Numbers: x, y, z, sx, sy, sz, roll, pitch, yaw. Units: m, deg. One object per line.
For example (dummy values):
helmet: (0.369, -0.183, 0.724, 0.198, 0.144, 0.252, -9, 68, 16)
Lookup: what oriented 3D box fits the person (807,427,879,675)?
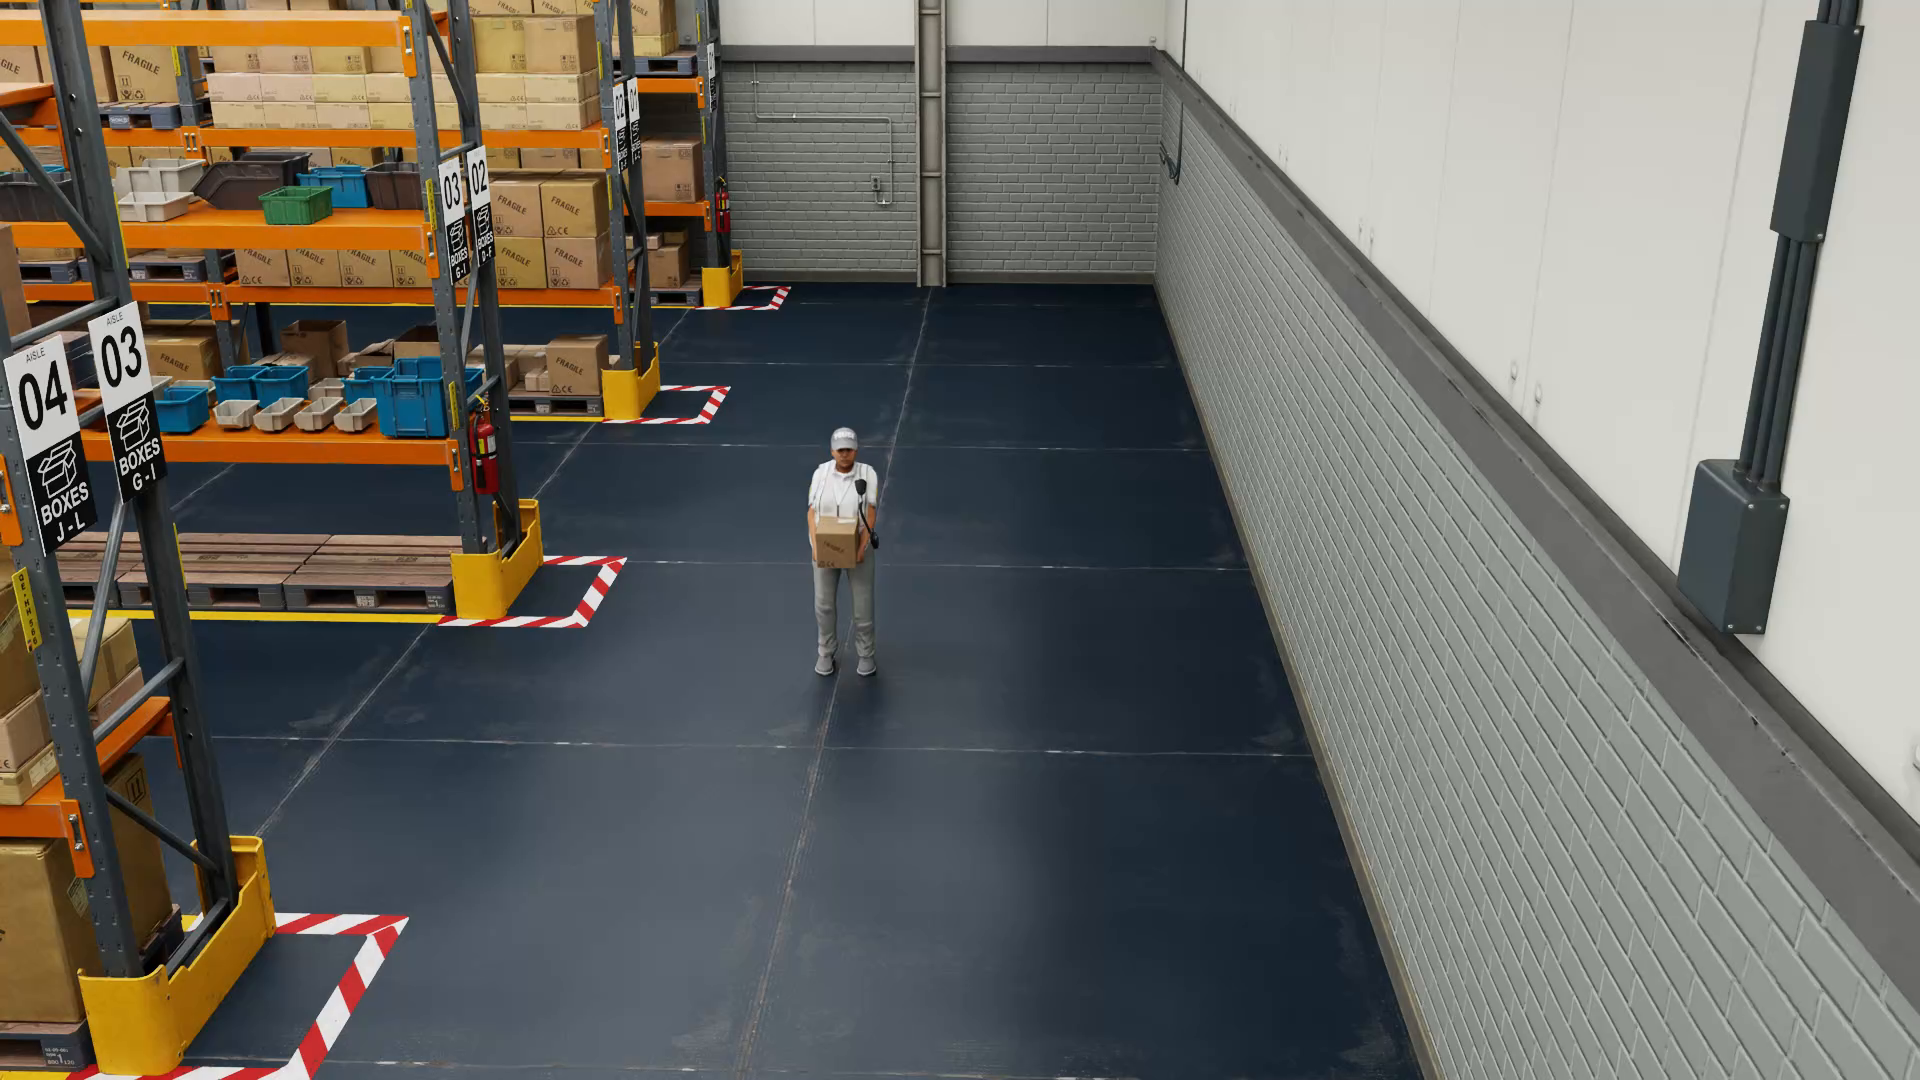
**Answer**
person: (-0.761, 0.099, 10.833, 0.454, 1.655, 0.541, 1, 21, 3)
